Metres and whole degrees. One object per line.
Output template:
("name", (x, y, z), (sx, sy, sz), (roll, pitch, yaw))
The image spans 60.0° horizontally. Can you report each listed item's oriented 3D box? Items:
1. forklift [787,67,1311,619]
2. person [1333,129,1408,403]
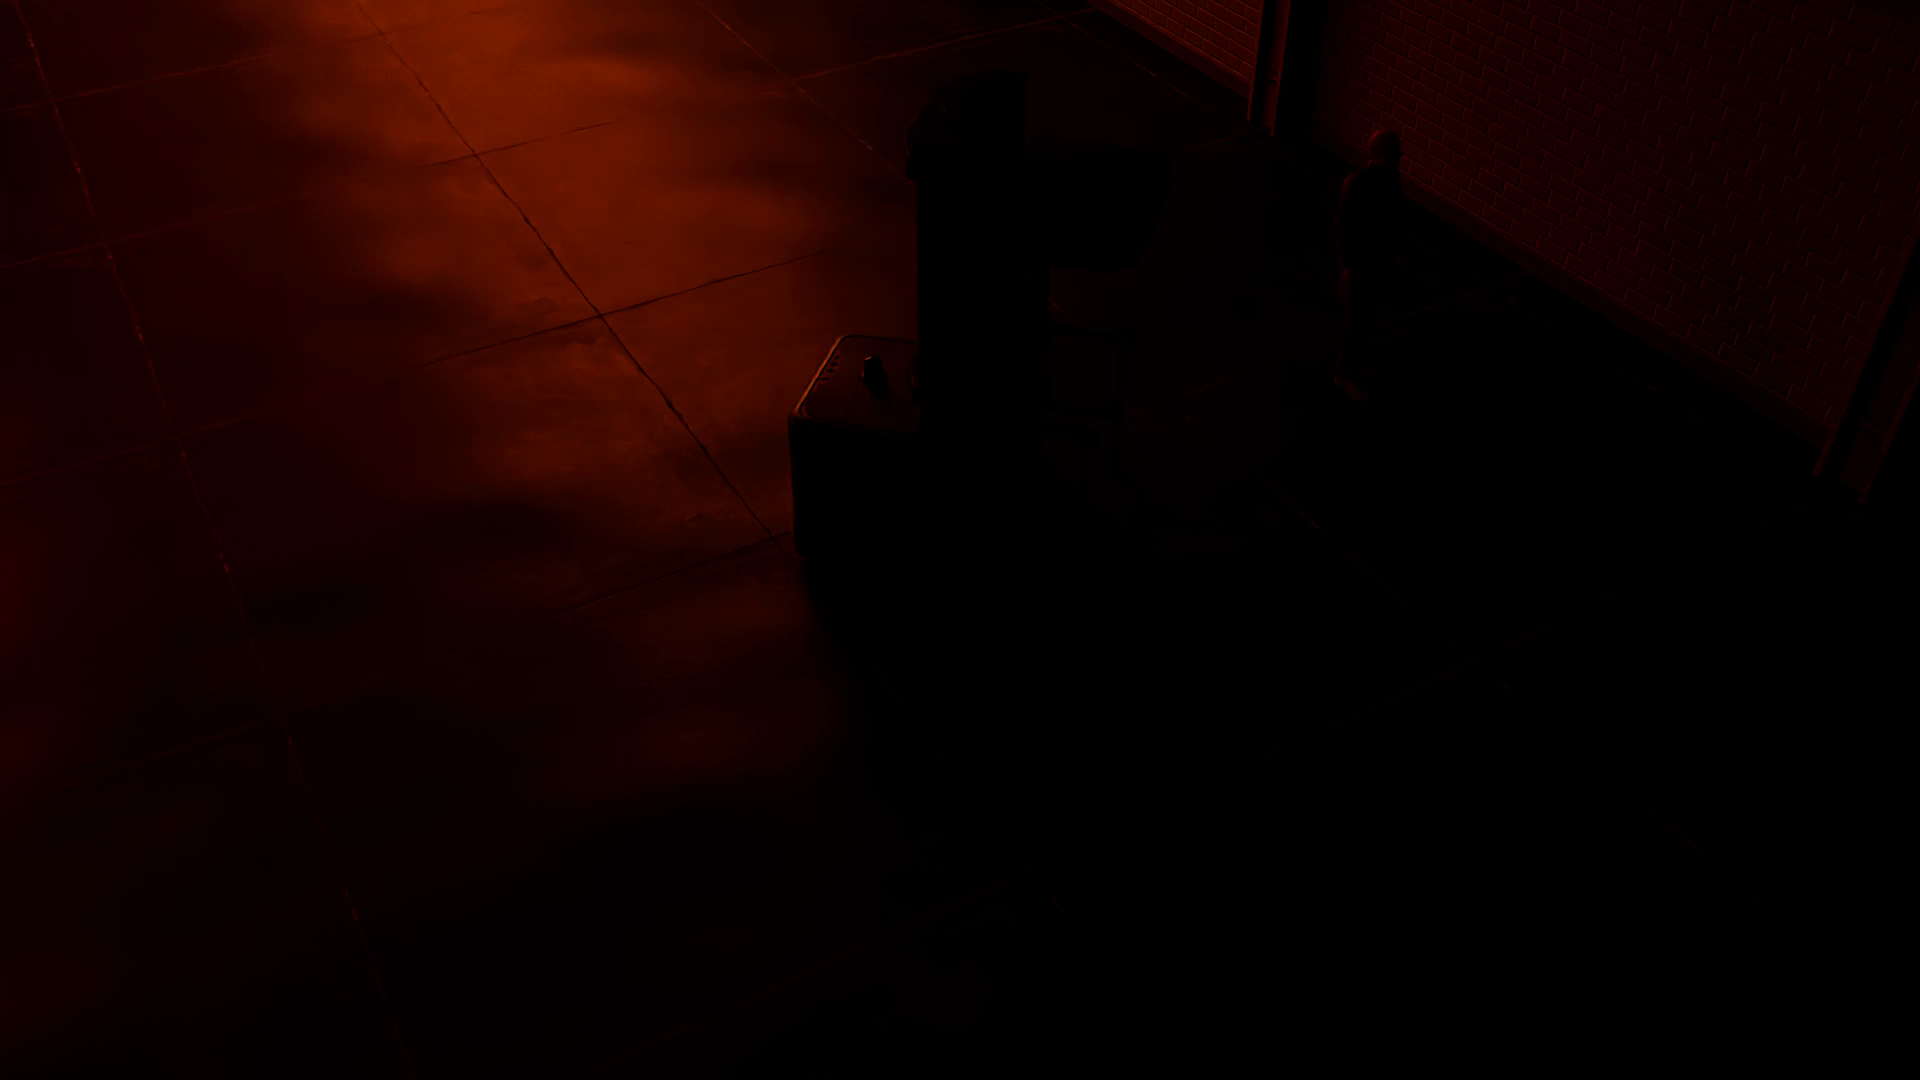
("forklift", (0.565, -1.041, 9.291), (3.031, 2.935, 1.130), (10, 41, 12))
("person", (2.832, -1.866, 11.178), (0.696, 1.776, 0.583), (-32, 49, -32))
